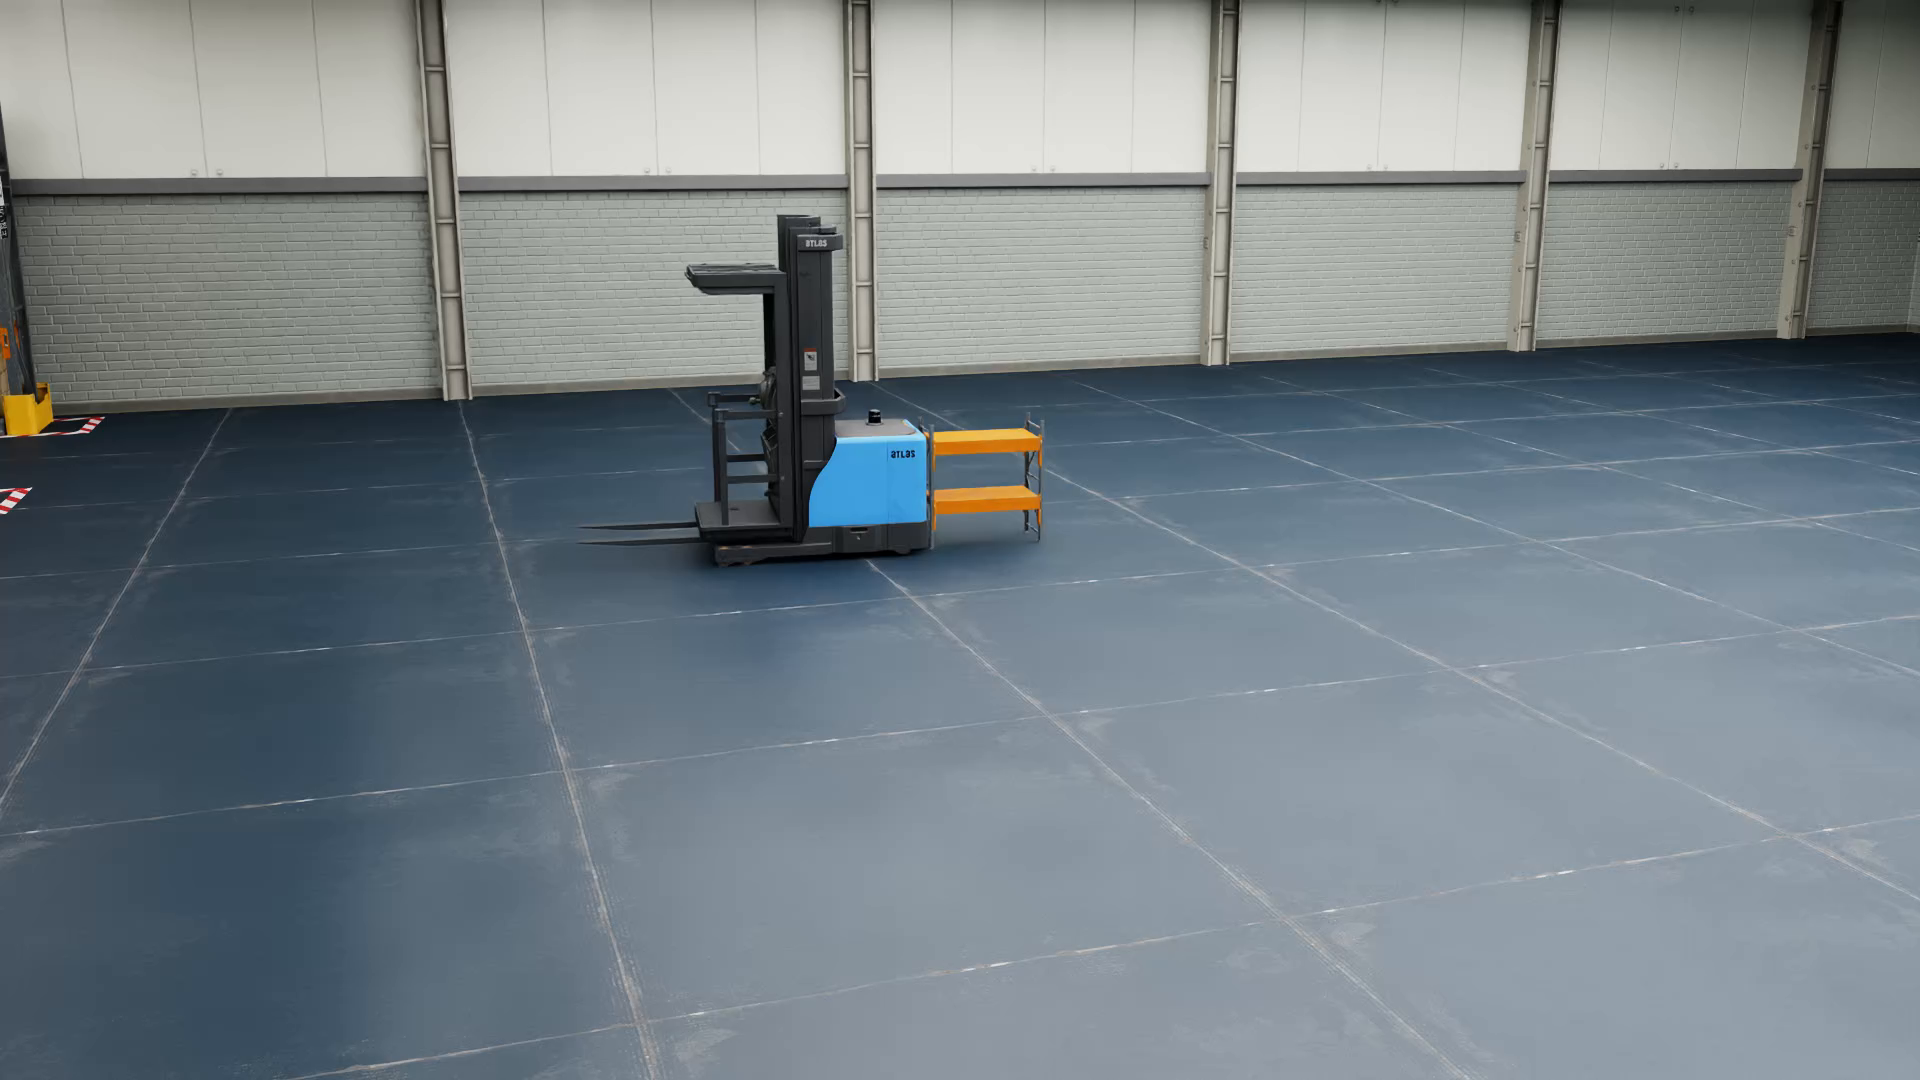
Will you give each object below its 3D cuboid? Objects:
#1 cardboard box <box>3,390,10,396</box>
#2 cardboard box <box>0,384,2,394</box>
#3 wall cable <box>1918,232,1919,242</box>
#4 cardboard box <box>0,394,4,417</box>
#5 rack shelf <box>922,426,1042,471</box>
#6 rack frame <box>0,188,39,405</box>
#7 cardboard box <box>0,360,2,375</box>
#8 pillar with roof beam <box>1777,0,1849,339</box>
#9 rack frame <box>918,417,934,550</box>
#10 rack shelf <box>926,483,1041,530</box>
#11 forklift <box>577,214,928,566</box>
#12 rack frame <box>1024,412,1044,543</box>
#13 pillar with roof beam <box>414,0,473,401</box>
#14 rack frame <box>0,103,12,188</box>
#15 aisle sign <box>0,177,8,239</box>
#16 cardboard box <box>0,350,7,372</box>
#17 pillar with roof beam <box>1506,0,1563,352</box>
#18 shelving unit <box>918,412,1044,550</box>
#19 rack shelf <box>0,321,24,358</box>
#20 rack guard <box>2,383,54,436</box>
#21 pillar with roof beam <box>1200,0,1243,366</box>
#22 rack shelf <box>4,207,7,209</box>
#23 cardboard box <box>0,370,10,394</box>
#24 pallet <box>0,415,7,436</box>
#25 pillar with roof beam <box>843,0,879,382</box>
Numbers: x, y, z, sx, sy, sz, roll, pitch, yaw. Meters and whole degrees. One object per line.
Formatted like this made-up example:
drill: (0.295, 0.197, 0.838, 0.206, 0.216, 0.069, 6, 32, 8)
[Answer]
cardboard box: (-12.440, -1.765, 21.223, 0.500, 0.250, 0.500, -4, 14, -18)
cardboard box: (-12.273, -1.897, 20.698, 0.500, 0.250, 0.500, -5, 14, -19)
wall cable: (18.788, -6.588, 30.209, 0.112, 2.526, 3.097, -4, 14, -18)
cardboard box: (-12.256, -1.654, 20.758, 0.500, 0.250, 0.500, -4, 14, -18)
rack shelf: (0.185, -0.831, 15.050, 1.000, 0.278, 0.538, -3, 14, -14)
rack frame: (-11.912, -2.892, 20.925, 0.127, 3.000, 1.000, -4, 14, -18)
cardboard box: (-12.249, -2.142, 20.649, 0.500, 0.250, 0.500, -4, 14, -16)
pillar with roof beam: (16.947, -7.227, 26.185, 0.548, 9.000, 9.100, -4, 14, -18)
rack frame: (-0.308, -0.518, 14.997, 0.032, 1.125, 0.500, -3, 14, -14)
rack shelf: (0.185, -0.309, 15.174, 1.000, 0.278, 0.538, -3, 14, -14)
forklift: (-1.853, -1.332, 14.514, 3.031, 2.935, 1.130, -3, 14, -11)
rack frame: (0.678, -0.575, 15.238, 0.032, 1.125, 0.500, -3, 14, -14)
pillar with roof beam: (-5.799, -5.455, 18.738, 0.400, 9.000, 9.100, -4, 14, -18)
rack frame: (-11.912, -5.810, 20.231, 0.127, 3.000, 1.000, -4, 14, -18)
aisle sign: (-11.756, -4.097, 20.374, 0.004, 0.787, 0.394, -4, 14, -18)
cardboard box: (-12.428, -2.251, 21.105, 0.500, 0.250, 0.500, -5, 14, -19)
pillar with roof beam: (11.260, -6.784, 24.323, 0.400, 9.000, 9.100, -4, 14, -18)
shelving unit: (0.185, -0.547, 15.118, 1.048, 1.125, 0.538, -3, 14, -14)
rack shelf: (-13.807, -2.394, 20.388, 4.000, 0.370, 1.077, -4, 14, -18)
rack guard: (-11.889, -1.678, 21.222, 0.348, 0.500, 1.175, -4, 14, -18)
pillar with roof beam: (5.574, -6.341, 22.462, 0.400, 9.000, 9.100, -4, 14, -18)
rack shelf: (-13.807, -3.854, 20.041, 4.000, 0.370, 1.077, -4, 14, -18)
cardboard box: (-12.424, -2.012, 21.183, 0.500, 0.250, 0.500, -4, 14, -17)
pallet: (-12.623, -1.470, 20.972, 1.213, 0.211, 1.003, -4, 14, -18)
pillar with roof beam: (-0.113, -5.898, 20.600, 0.400, 9.000, 9.100, -4, 14, -18)
